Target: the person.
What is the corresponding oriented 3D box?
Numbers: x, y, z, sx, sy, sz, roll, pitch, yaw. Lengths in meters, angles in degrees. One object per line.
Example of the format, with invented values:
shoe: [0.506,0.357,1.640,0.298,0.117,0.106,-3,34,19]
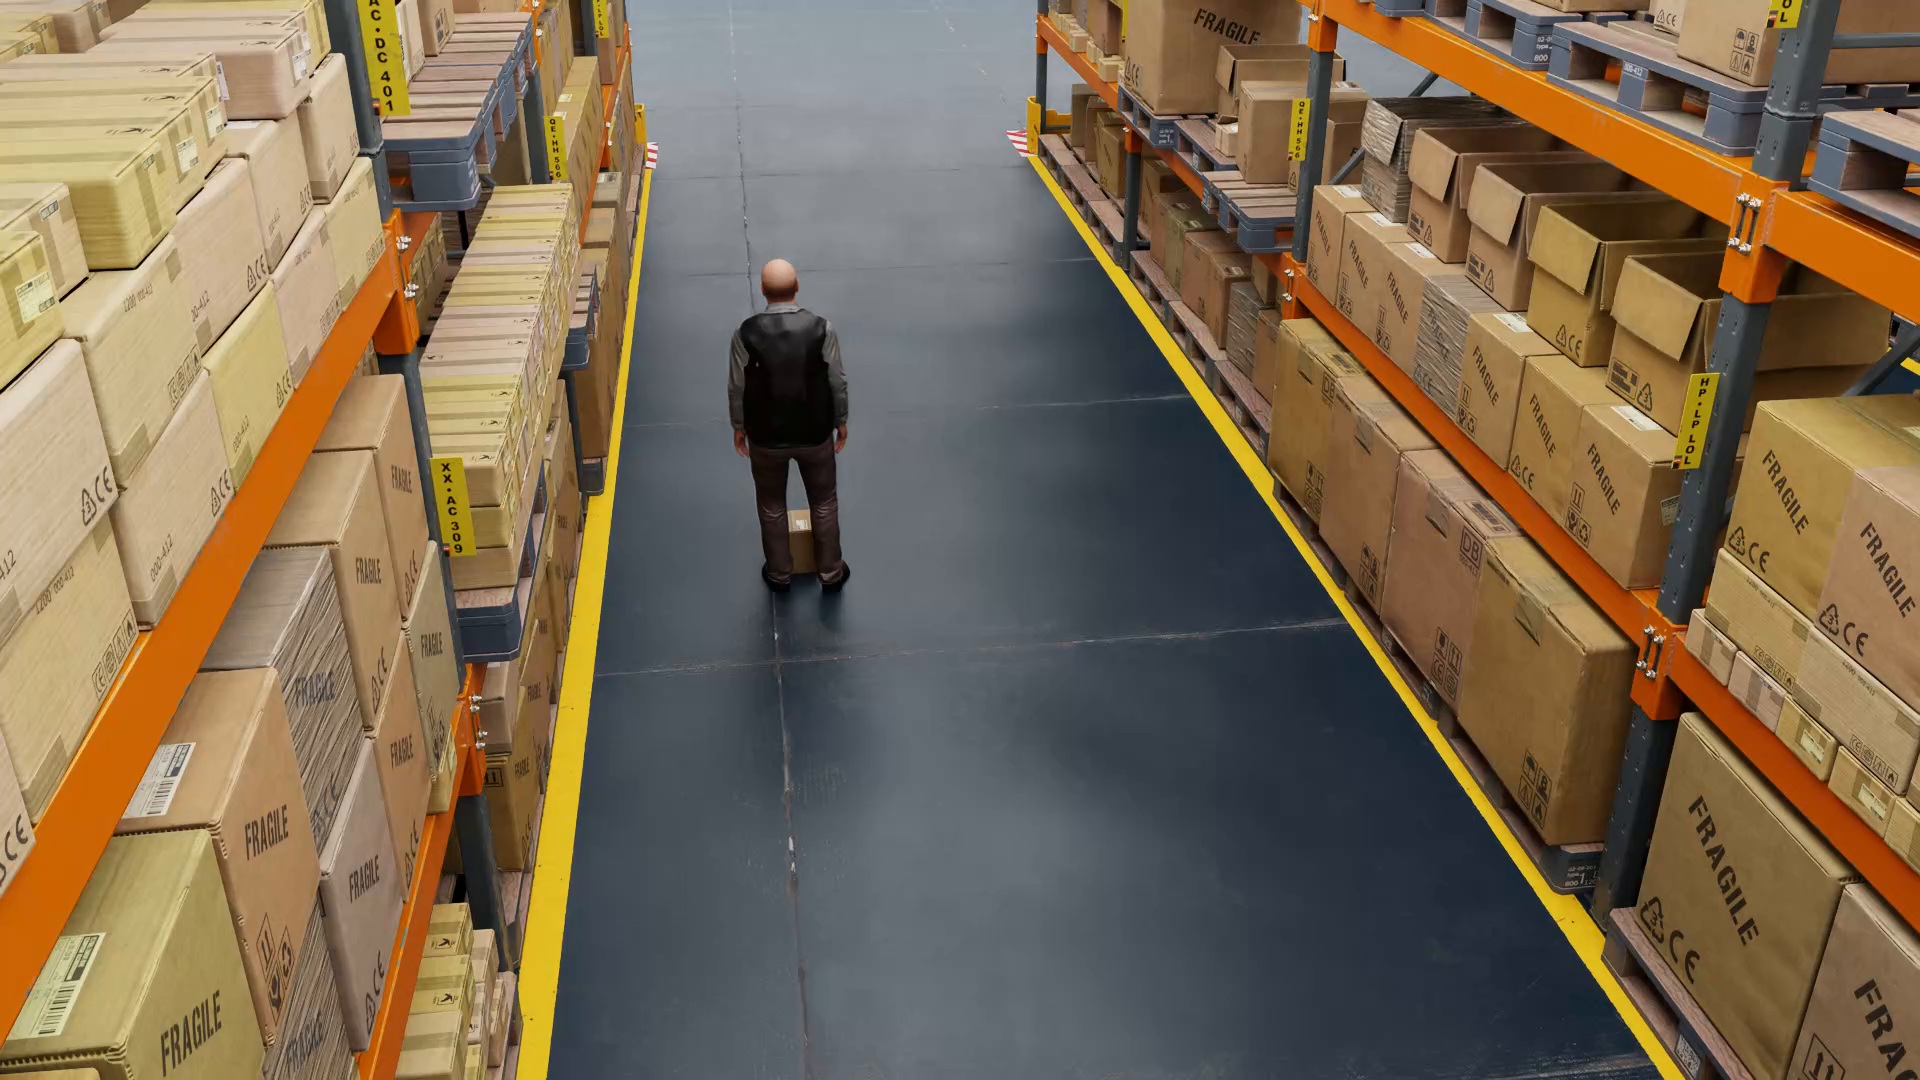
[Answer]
person: [-0.835,-0.529,8.183,0.581,1.721,0.462,-3,27,-7]
